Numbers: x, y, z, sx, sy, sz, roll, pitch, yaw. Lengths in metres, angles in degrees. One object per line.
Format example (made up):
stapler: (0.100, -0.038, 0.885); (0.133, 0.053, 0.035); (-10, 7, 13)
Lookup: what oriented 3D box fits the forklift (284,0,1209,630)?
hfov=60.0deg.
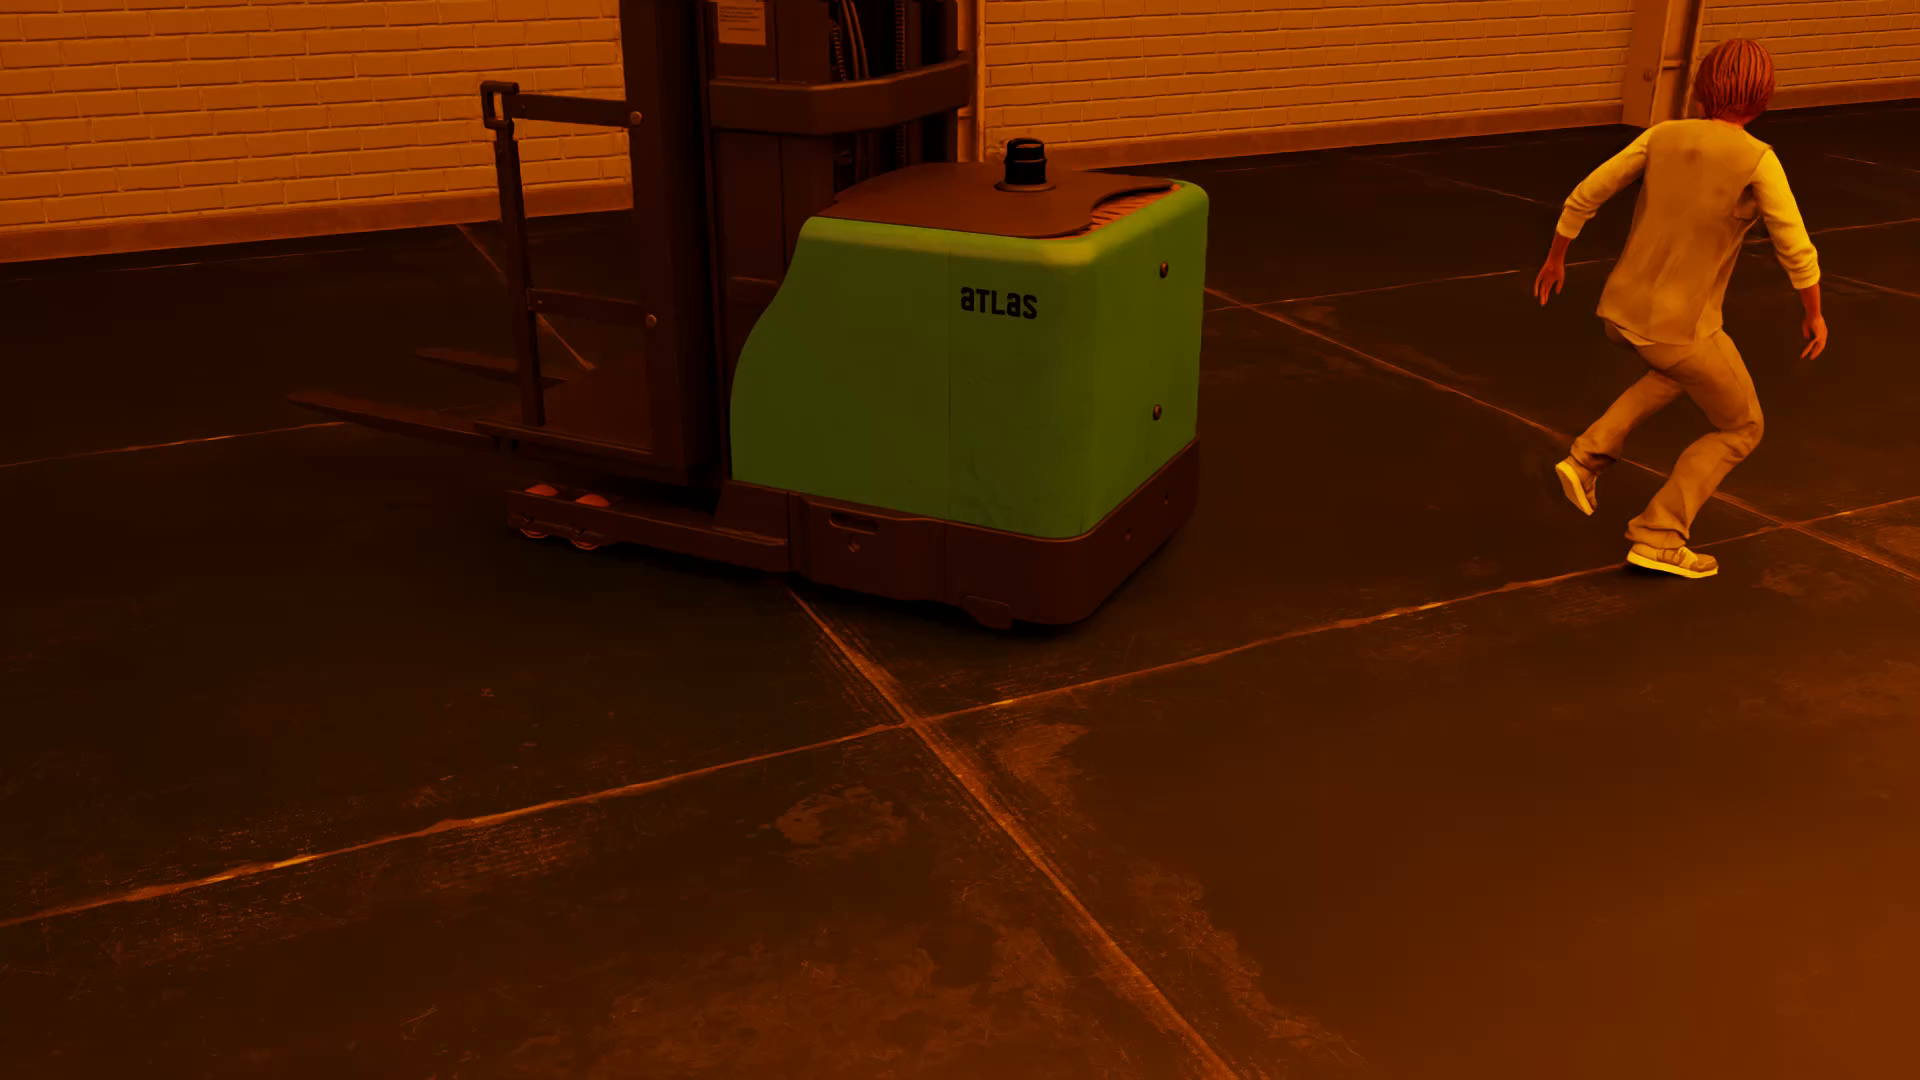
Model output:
forklift: (-0.819, -1.490, 4.873); (3.031, 2.935, 1.130); (11, 25, 25)

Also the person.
person: (2.055, -0.648, 4.738); (0.527, 1.504, 0.695); (-9, 24, -21)
